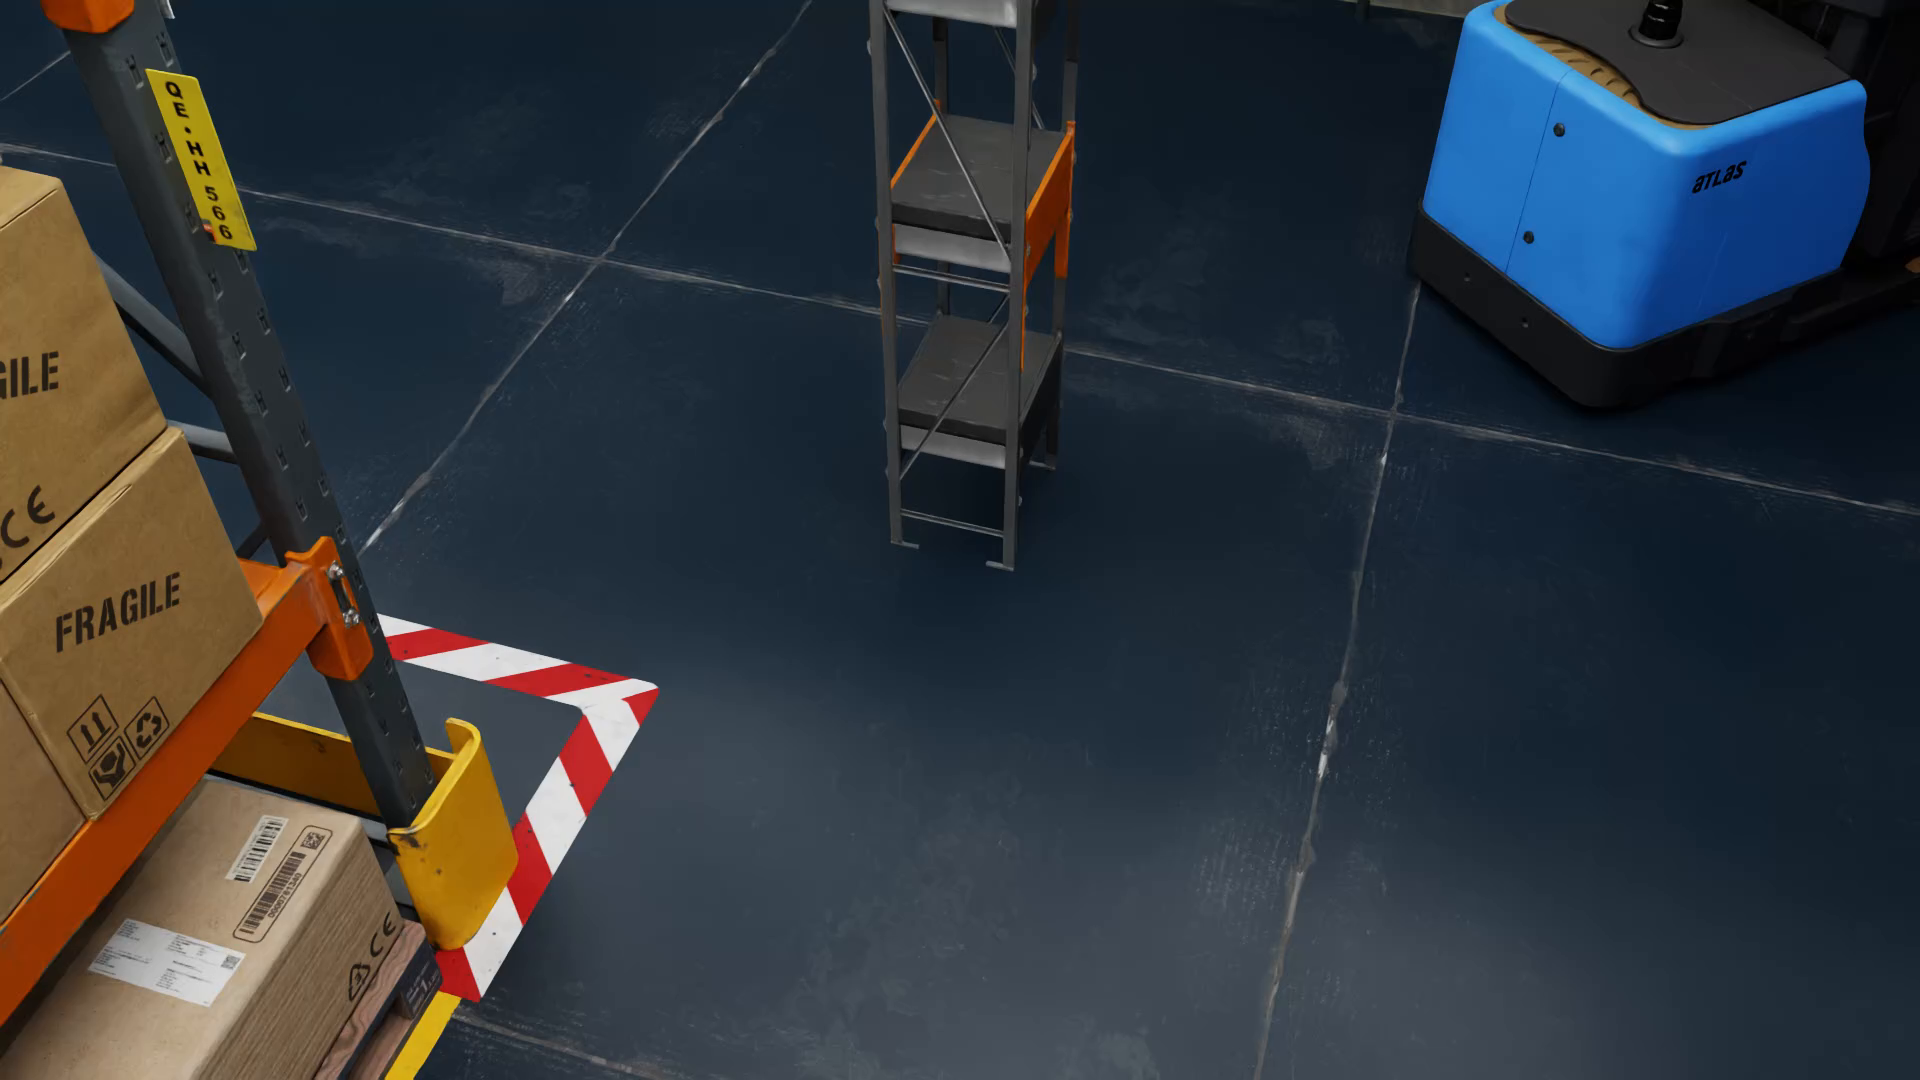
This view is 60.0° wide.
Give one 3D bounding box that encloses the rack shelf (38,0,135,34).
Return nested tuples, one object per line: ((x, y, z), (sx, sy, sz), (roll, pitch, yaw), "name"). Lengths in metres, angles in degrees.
((-2.370, 0.271, 1.198), (1.077, 0.370, 4.000), (13, 46, 13), "rack shelf")

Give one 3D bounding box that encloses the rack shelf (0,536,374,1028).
((-2.370, 1.343, 2.247), (1.077, 0.370, 4.000), (13, 46, 13), "rack shelf")

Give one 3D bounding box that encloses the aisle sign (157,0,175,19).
((-1.447, -1.159, 2.431), (0.394, 0.787, 0.004), (13, 46, 13), "aisle sign")

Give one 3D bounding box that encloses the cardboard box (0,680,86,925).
((-1.824, 0.426, 2.599), (0.500, 0.500, 0.500), (12, 46, 12), "cardboard box")

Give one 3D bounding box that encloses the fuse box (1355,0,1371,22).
((1.879, -3.008, 7.101), (0.539, 1.711, 0.414), (13, 46, 13), "fuse box")

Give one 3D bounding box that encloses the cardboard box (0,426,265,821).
((-1.658, 0.095, 2.937), (0.500, 0.500, 0.500), (13, 46, 13), "cardboard box")

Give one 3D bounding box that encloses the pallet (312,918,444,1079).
((-1.932, 1.299, 3.772), (1.003, 0.211, 1.213), (13, 46, 13), "pallet")

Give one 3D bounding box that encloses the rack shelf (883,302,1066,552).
((0.050, -0.351, 5.128), (0.431, 0.518, 0.480), (13, 46, 12), "rack shelf")

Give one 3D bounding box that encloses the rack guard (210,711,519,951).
((-1.757, 0.630, 4.249), (1.175, 0.500, 0.348), (13, 46, 13), "rack guard")

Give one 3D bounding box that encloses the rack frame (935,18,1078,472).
((0.124, -1.023, 4.795), (0.400, 2.100, 0.015), (13, 46, 12), "rack frame")

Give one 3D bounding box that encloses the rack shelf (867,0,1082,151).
((0.050, -1.351, 4.148), (0.431, 0.518, 0.480), (13, 46, 12), "rack shelf")

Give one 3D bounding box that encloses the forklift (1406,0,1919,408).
((3.212, -2.232, 5.435), (3.031, 2.935, 1.130), (-20, 48, -19), "forklift")

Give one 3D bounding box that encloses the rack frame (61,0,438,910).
((-1.764, -0.247, 3.358), (1.000, 3.000, 0.127), (13, 46, 13), "rack frame")

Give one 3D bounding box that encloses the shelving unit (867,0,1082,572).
((0.050, -0.861, 4.628), (0.431, 2.100, 0.503), (13, 46, 12), "shelving unit")

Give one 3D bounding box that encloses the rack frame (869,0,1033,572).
((-0.024, -0.698, 4.462), (0.400, 2.100, 0.015), (13, 46, 12), "rack frame")

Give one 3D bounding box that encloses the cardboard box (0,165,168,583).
((-1.683, -0.269, 2.593), (0.500, 0.500, 0.500), (14, 46, 14), "cardboard box")

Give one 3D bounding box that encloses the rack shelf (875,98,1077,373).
((0.050, -0.851, 4.638), (0.431, 0.518, 0.480), (13, 46, 12), "rack shelf")

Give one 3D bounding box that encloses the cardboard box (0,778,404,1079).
((-1.869, 0.980, 3.636), (0.875, 0.438, 0.875), (11, 45, 11), "cardboard box")

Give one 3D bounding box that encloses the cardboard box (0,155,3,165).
((-1.682, -0.591, 2.459), (0.380, 0.149, 0.250), (13, 46, 13), "cardboard box")

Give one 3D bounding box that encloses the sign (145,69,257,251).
((-1.251, -0.622, 2.743), (0.100, 0.325, 0.005), (13, 46, 13), "sign")
